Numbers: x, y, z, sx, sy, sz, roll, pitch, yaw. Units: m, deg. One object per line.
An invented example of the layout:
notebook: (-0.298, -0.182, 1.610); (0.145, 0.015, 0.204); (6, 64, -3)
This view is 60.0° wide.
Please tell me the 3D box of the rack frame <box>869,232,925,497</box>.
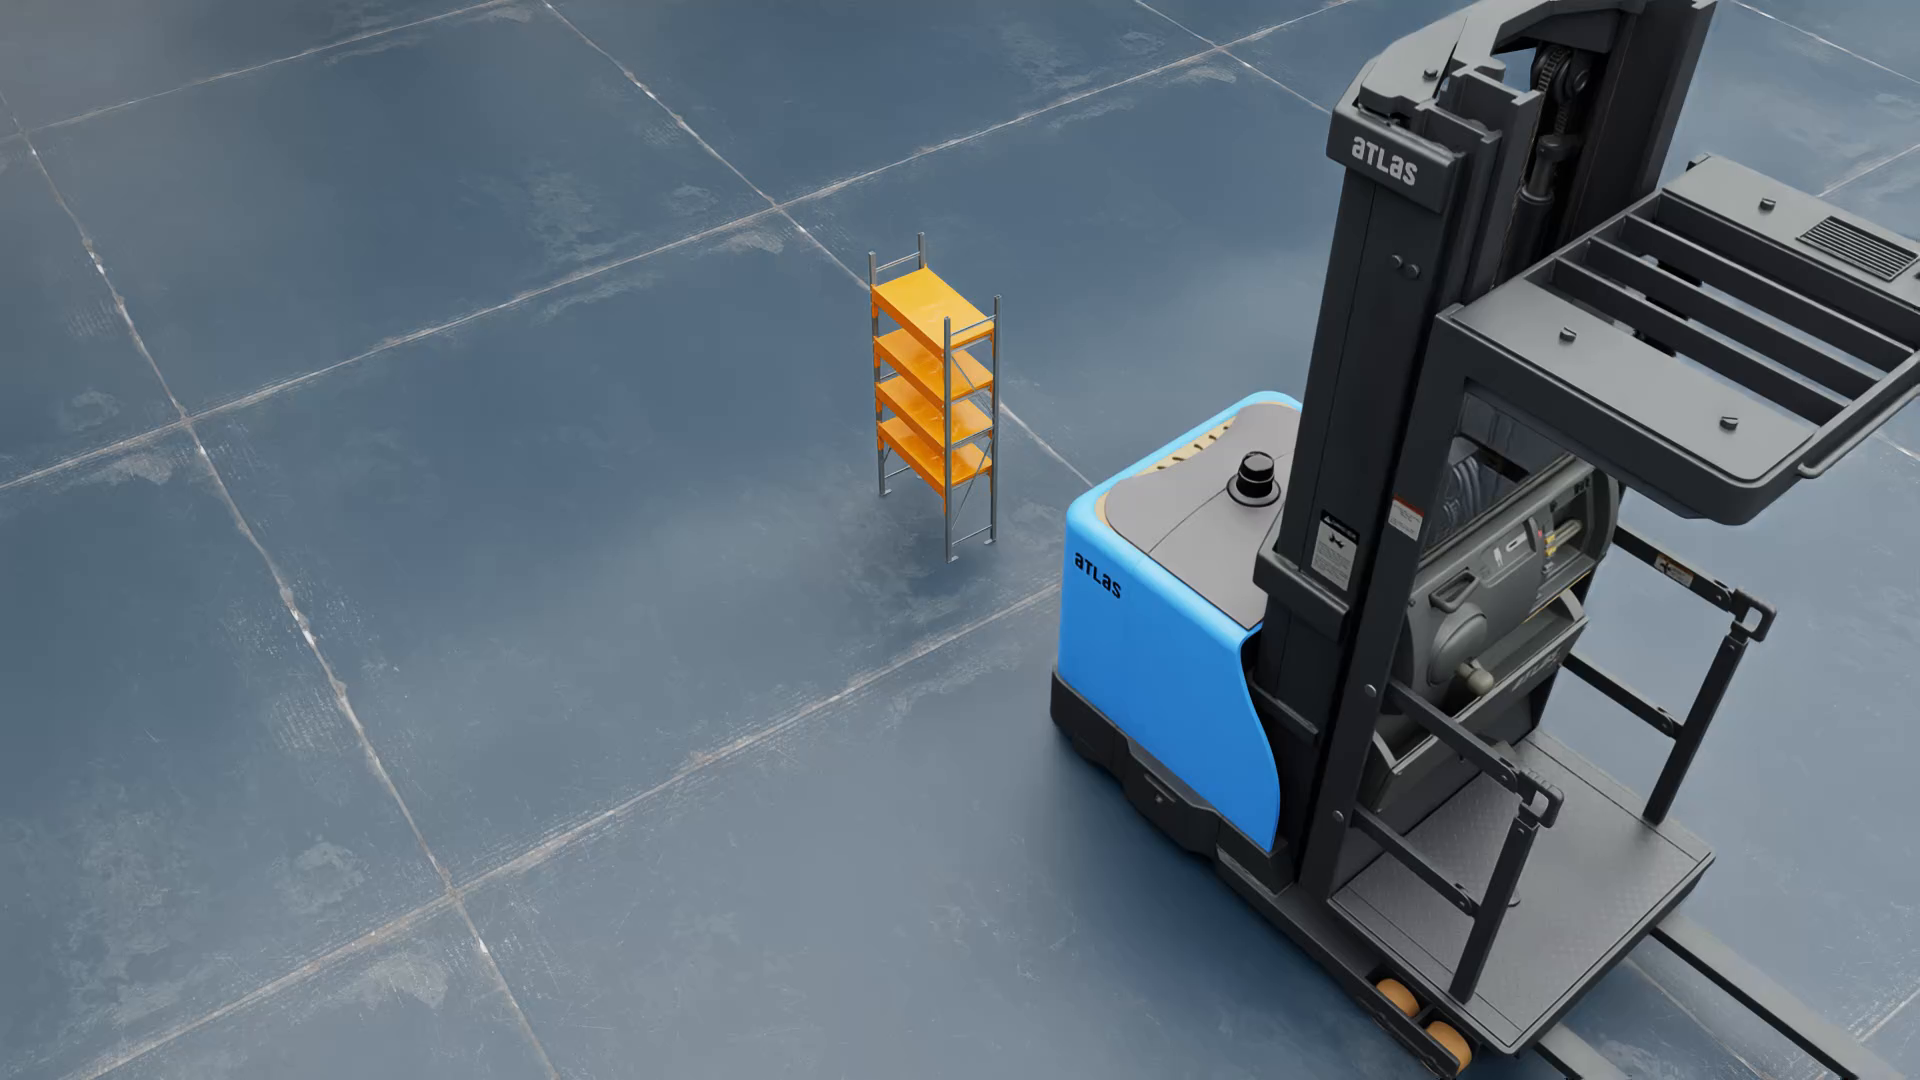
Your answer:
rack frame: (-0.234, -0.666, 6.579); (0.240, 1.200, 0.015); (-26, 49, -24)

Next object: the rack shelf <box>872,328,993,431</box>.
rack shelf: (-0.095, -0.641, 6.326); (0.258, 0.148, 0.480); (-26, 49, -24)

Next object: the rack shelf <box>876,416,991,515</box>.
rack shelf: (-0.095, -0.335, 6.617); (0.258, 0.148, 0.480); (-26, 49, -24)

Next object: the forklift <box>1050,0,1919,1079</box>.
forklift: (1.659, 0.167, 4.453); (1.130, 2.935, 3.031); (-30, 51, -28)

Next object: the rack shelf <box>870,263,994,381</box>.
rack shelf: (-0.095, -0.812, 6.163); (0.258, 0.148, 0.480); (-26, 49, -24)

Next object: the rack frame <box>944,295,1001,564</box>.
rack frame: (0.045, -0.390, 6.289); (0.240, 1.200, 0.015); (-26, 49, -24)

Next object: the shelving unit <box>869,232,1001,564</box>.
shelving unit: (-0.095, -0.528, 6.434); (0.258, 1.200, 0.503); (-26, 49, -24)

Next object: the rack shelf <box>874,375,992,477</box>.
rack shelf: (-0.095, -0.479, 6.480); (0.258, 0.148, 0.480); (-26, 49, -24)
